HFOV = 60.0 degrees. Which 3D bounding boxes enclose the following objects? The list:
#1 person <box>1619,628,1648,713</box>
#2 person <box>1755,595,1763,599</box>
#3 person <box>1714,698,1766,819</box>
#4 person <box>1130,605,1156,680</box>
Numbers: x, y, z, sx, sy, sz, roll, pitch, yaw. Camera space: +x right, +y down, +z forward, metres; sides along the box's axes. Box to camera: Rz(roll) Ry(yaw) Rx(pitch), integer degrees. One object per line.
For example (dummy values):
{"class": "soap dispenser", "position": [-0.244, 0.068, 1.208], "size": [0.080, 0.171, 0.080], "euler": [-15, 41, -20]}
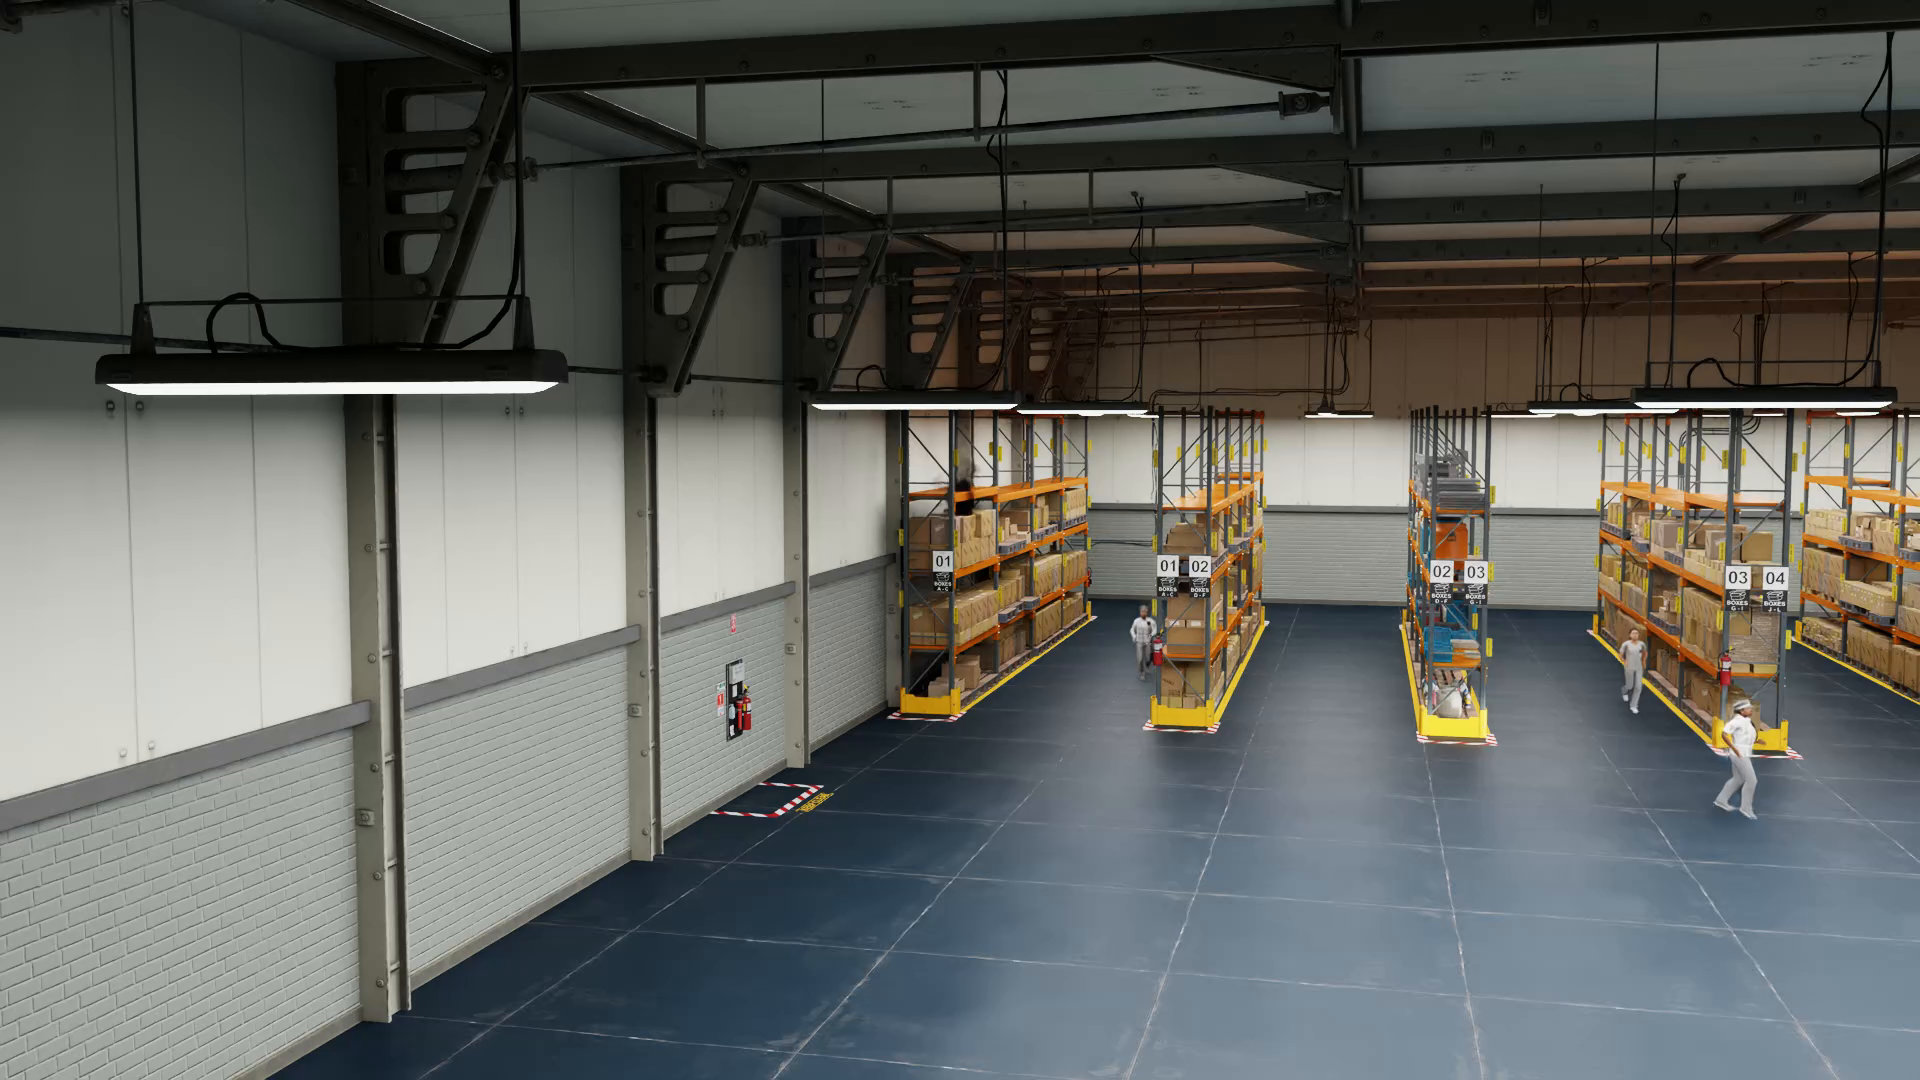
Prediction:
{"class": "person", "position": [13.314, 2.555, 32.885], "size": [0.565, 1.653, 0.791], "euler": [1, 4, 8]}
{"class": "person", "position": [20.244, 1.844, 42.125], "size": [0.737, 1.717, 0.657], "euler": [2, 5, 27]}
{"class": "person", "position": [11.310, 3.165, 24.093], "size": [0.665, 1.768, 0.564], "euler": [3, 5, 36]}
{"class": "person", "position": [4.054, 2.260, 36.765], "size": [0.614, 1.647, 0.540], "euler": [1, 4, 11]}
